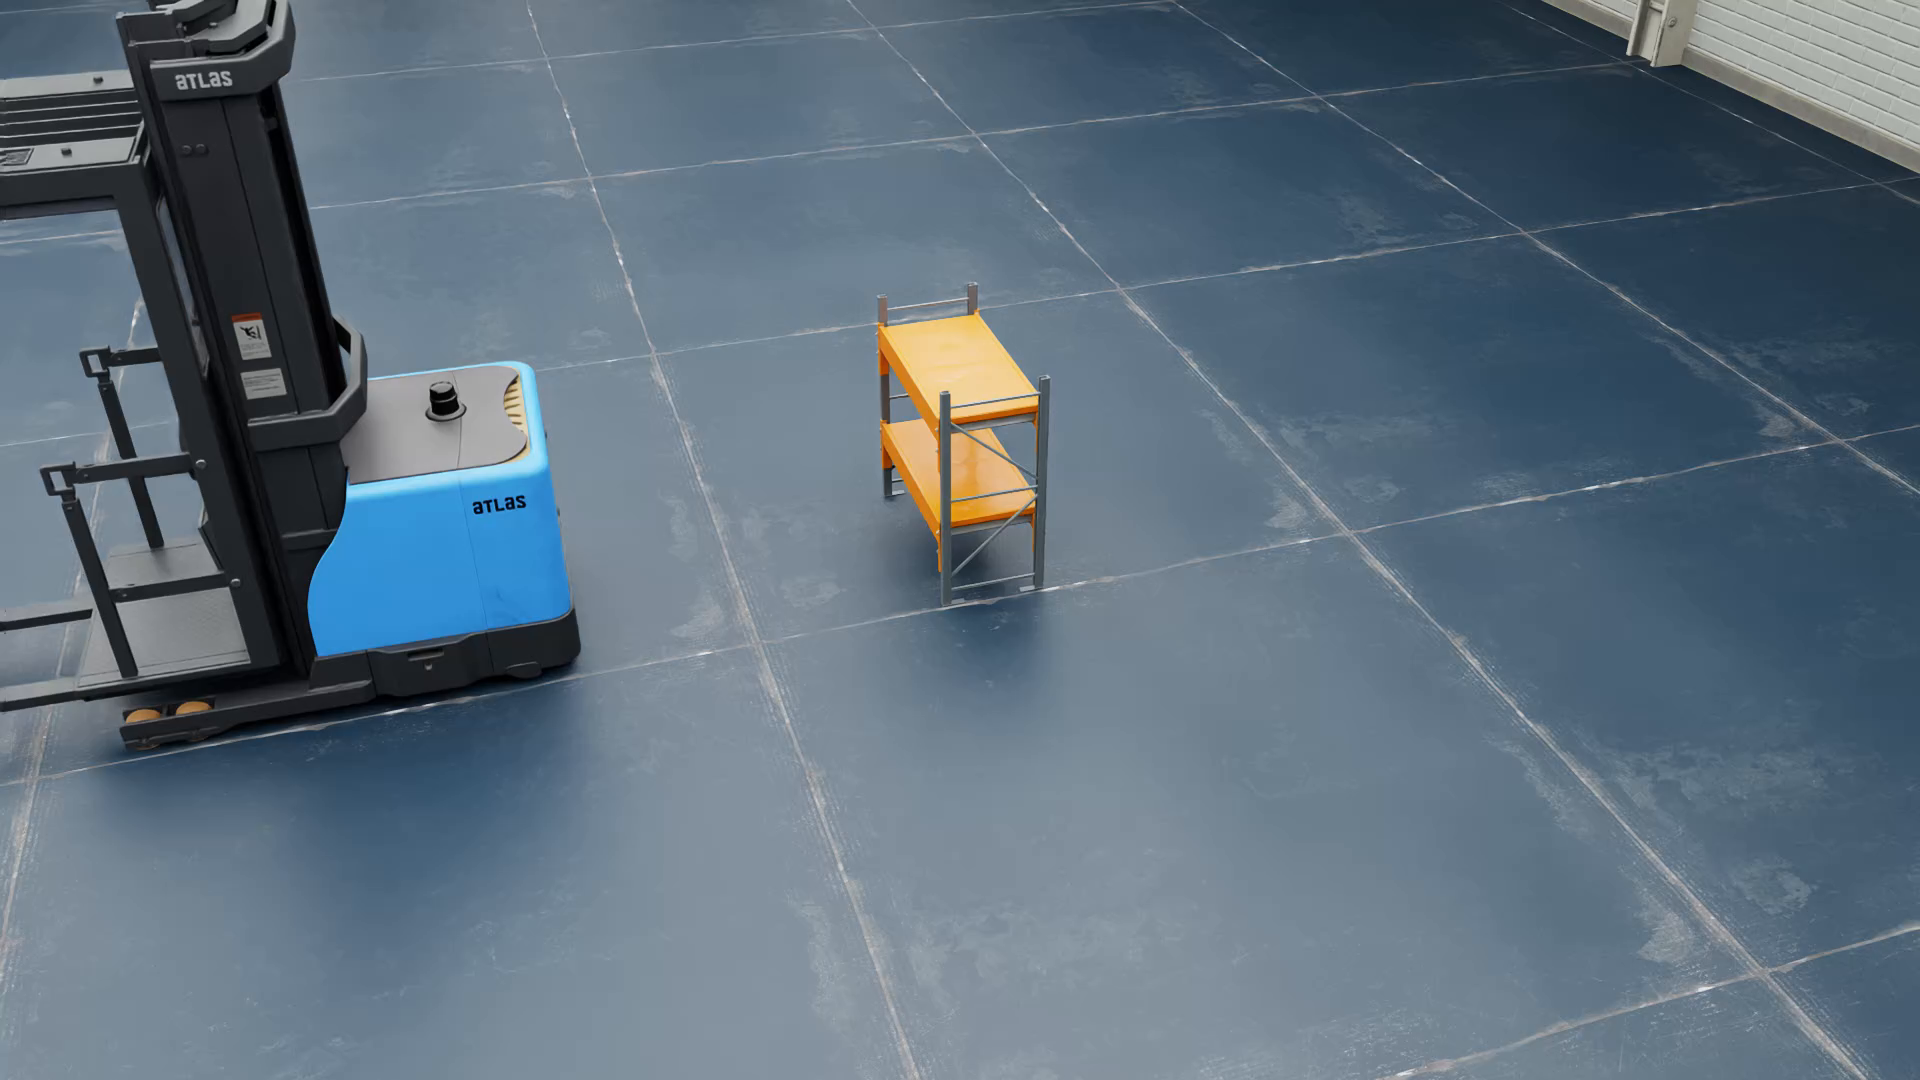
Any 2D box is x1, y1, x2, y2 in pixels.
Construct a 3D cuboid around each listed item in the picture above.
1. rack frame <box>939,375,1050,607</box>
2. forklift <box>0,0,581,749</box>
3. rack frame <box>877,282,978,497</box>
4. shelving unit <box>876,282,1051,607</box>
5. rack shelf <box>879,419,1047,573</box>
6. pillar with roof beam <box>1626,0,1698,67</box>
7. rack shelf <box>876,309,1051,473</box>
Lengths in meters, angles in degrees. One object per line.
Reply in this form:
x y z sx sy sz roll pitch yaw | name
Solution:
0.153 -0.206 7.541 0.500 1.125 0.032 -10 35 -15 | rack frame
-3.258 -0.676 6.614 3.031 2.935 1.130 -9 35 -13 | forklift
-0.157 -0.740 8.349 0.500 1.125 0.032 -10 35 -15 | rack frame
-0.002 -0.473 7.945 0.538 1.125 1.048 -10 35 -15 | shelving unit
-0.002 -0.269 8.080 0.538 0.278 1.000 -10 35 -15 | rack shelf
2.031 -7.279 11.103 9.100 9.000 0.400 -10 35 -15 | pillar with roof beam
-0.002 -0.717 7.784 0.538 0.278 1.000 -10 35 -15 | rack shelf
